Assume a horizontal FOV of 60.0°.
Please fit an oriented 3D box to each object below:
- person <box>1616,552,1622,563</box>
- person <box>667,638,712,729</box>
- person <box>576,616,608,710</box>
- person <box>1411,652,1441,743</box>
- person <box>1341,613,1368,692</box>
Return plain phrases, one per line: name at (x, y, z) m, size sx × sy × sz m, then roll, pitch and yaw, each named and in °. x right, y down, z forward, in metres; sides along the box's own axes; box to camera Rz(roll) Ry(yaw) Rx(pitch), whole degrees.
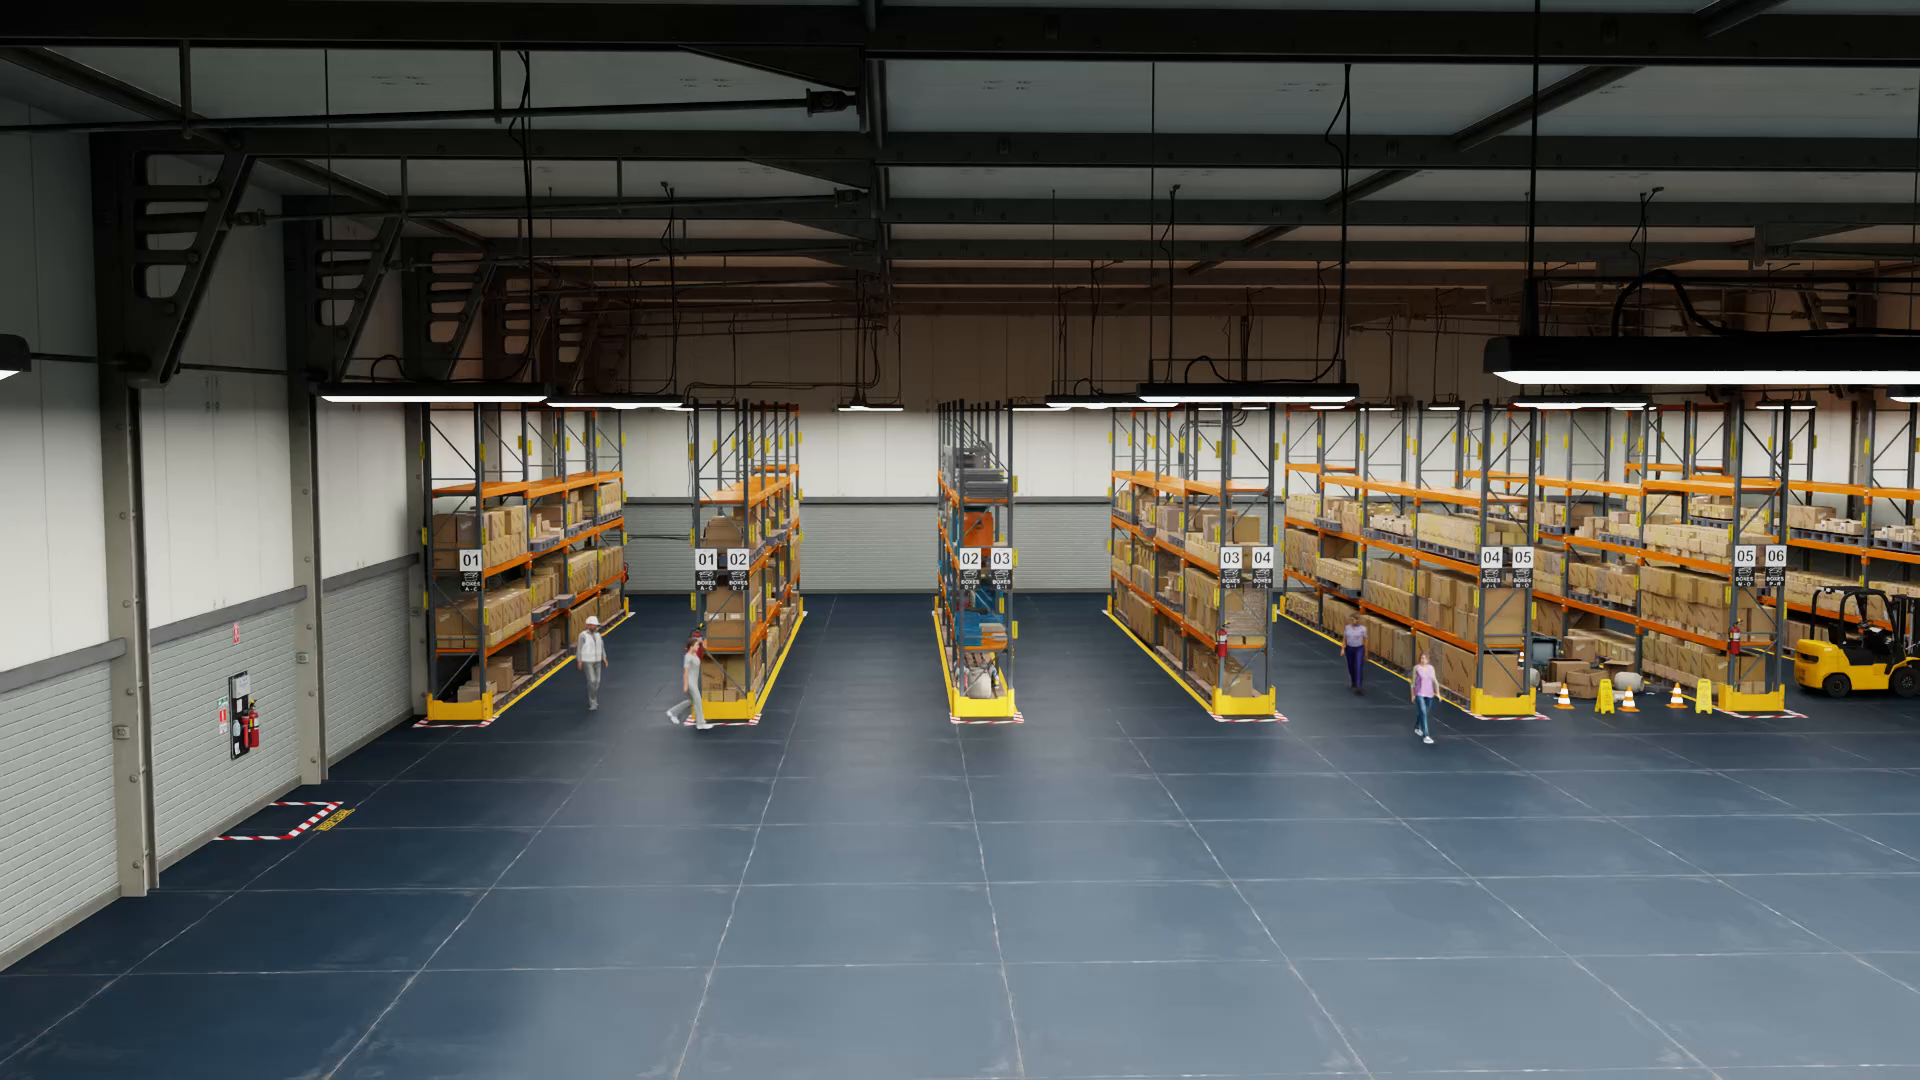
person at (19.609, 1.109, 49.261) m, size 1.063 × 1.747 × 0.514 m, roll 0°, pitch 4°, yaw -2°
person at (-4.924, 2.598, 30.278) m, size 0.922 × 1.639 × 0.470 m, roll 1°, pitch 4°, yaw 10°
person at (-7.136, 2.409, 32.394) m, size 0.530 × 1.839 × 0.566 m, roll 4°, pitch 6°, yaw 40°
person at (8.128, 2.718, 29.059) m, size 0.436 × 1.547 × 0.908 m, roll -1°, pitch 4°, yaw -8°
person at (8.152, 2.314, 34.358) m, size 0.521 × 1.589 × 0.896 m, roll 3°, pitch 5°, yaw 34°
